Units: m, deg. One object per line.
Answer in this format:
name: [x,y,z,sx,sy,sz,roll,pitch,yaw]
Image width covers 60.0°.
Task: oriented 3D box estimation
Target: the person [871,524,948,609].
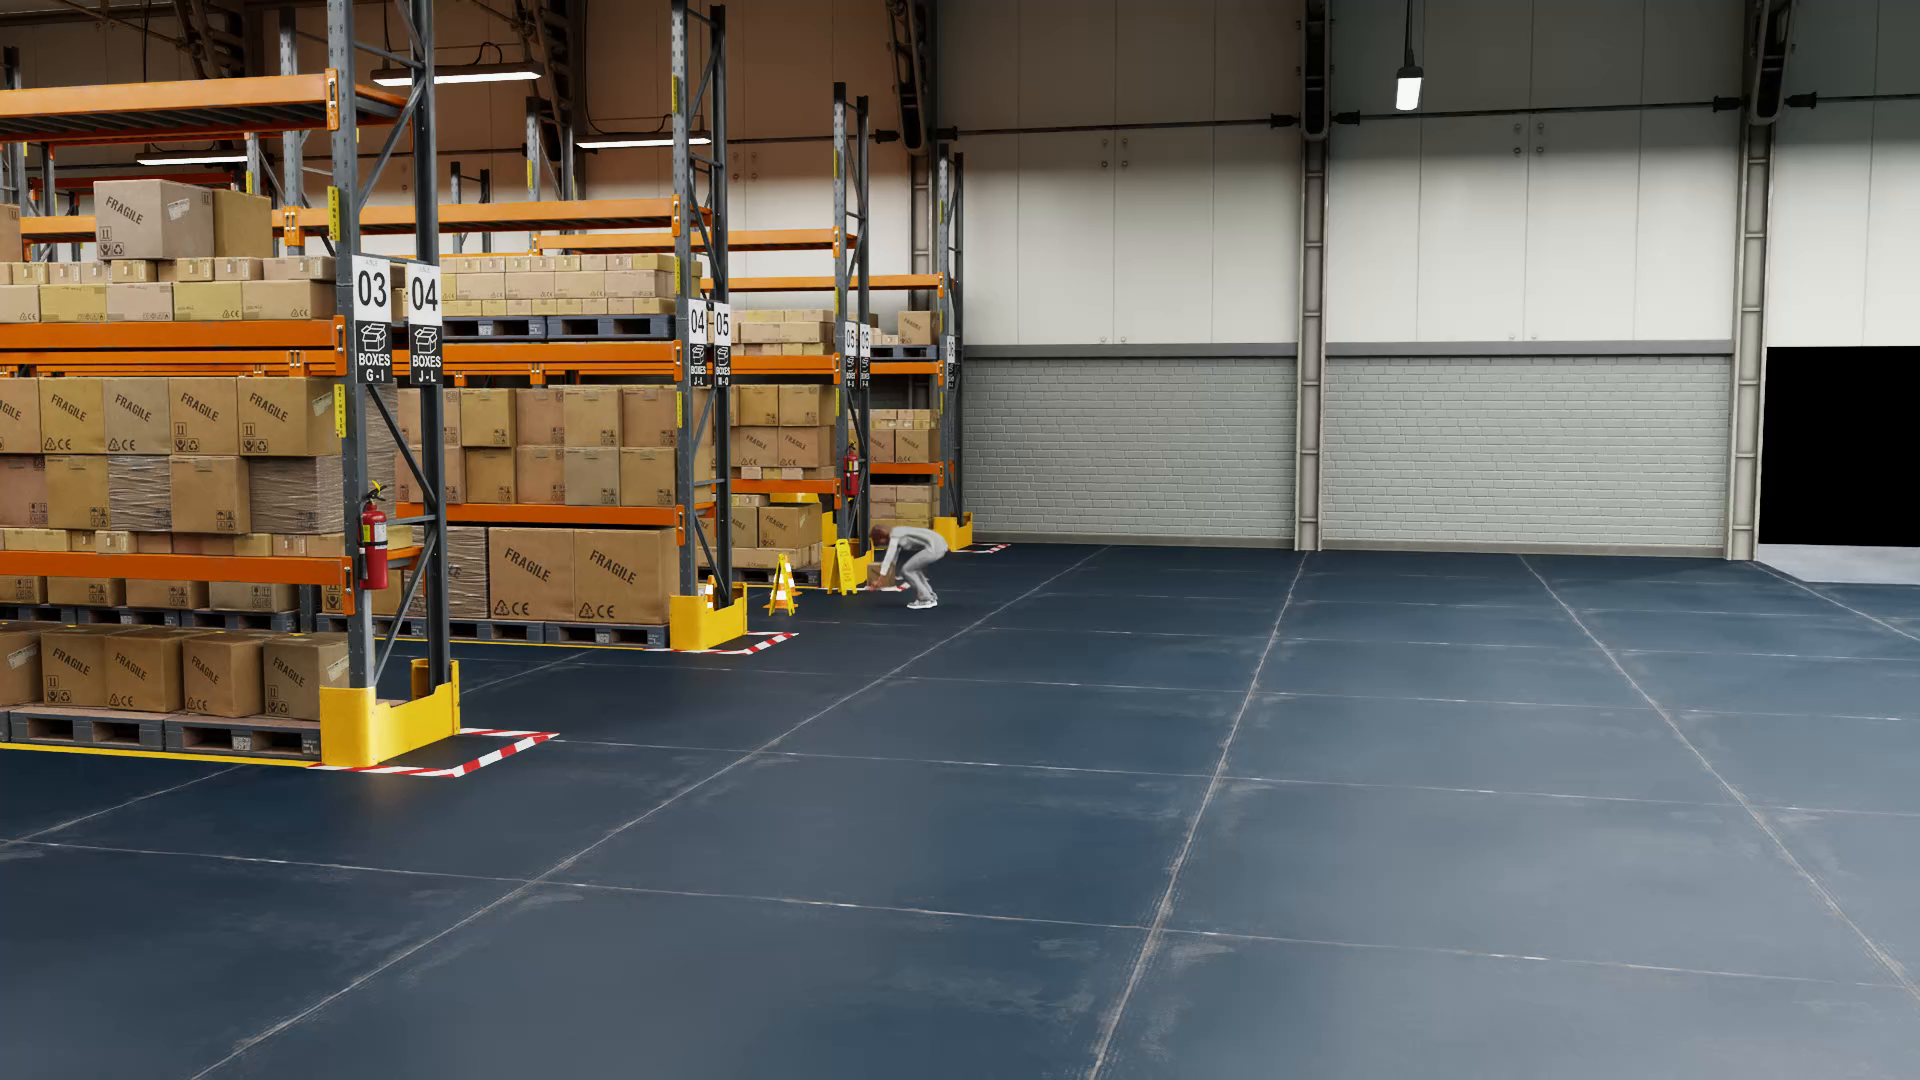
person: [-0.559,0.295,18.278,0.862,0.894,0.431,1,5,11]
